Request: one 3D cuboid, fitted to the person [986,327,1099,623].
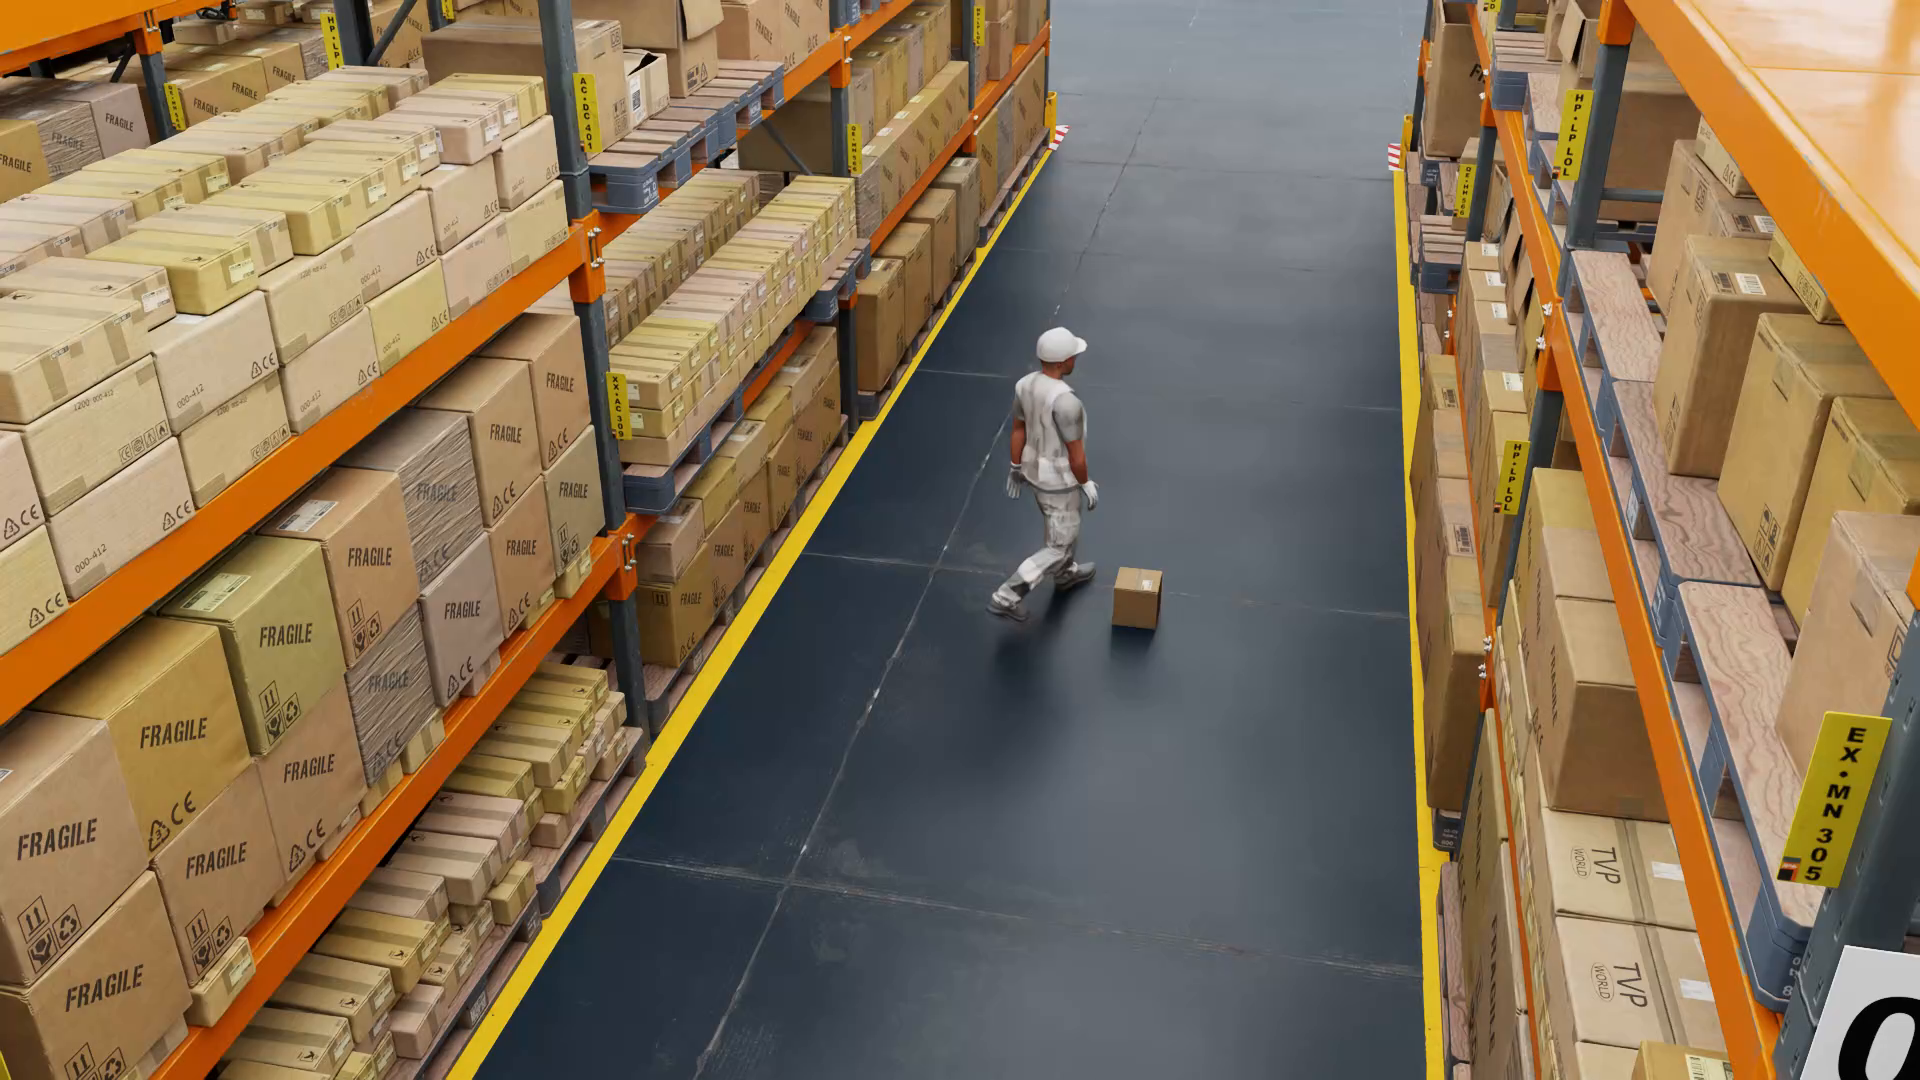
[{"bbox_3d":[0.497,-0.364,9.280,0.907,1.764,0.589,-11,31,-20],"label":"person"}]
